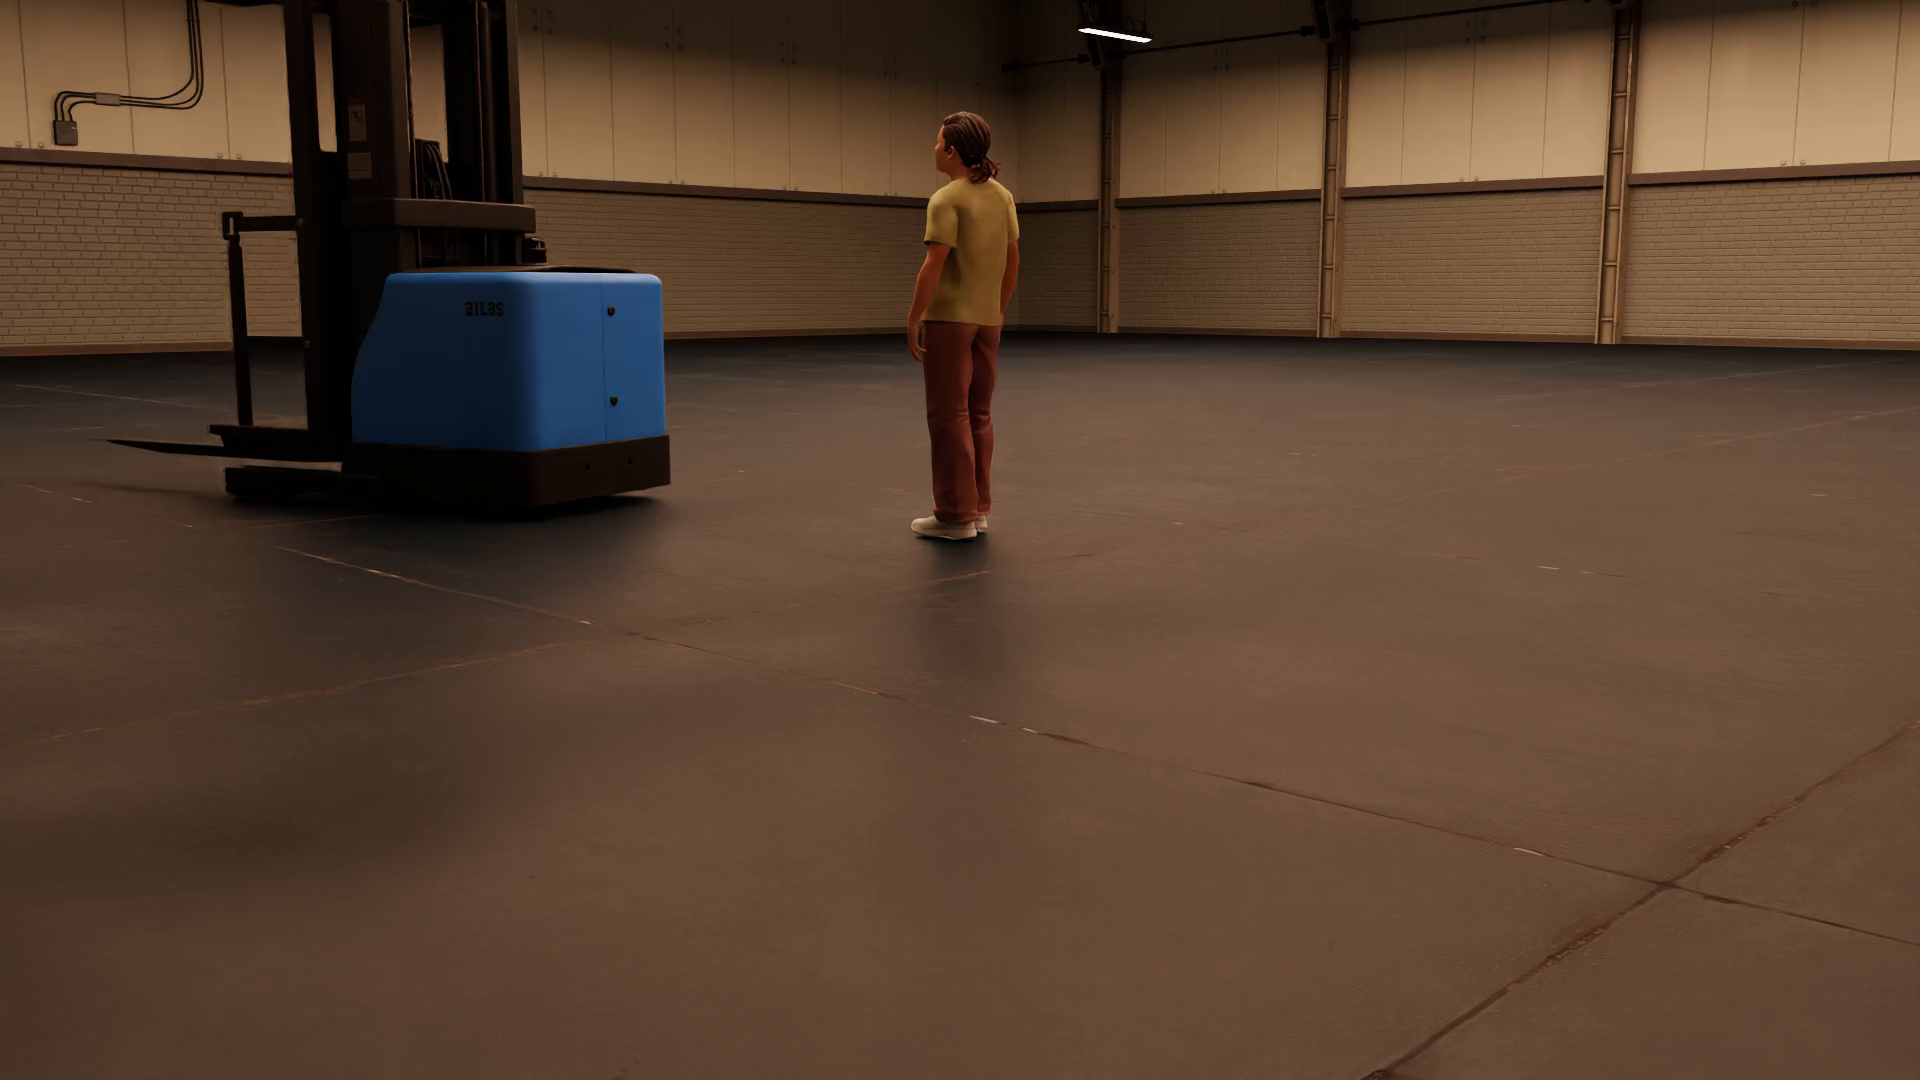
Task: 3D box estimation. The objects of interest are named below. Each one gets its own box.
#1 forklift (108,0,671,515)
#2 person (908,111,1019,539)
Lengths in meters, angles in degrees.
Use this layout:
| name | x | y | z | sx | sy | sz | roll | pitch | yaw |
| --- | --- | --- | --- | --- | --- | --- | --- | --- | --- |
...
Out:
| name | x | y | z | sx | sy | sz | roll | pitch | yaw |
| --- | --- | --- | --- | --- | --- | --- | --- | --- | --- |
| forklift | -2.948 | -1.689 | 8.091 | 3.031 | 2.935 | 1.130 | 4 | 10 | 27 |
| person | -0.045 | -0.844 | 6.650 | 0.549 | 1.675 | 0.555 | 8 | 12 | 43 |
